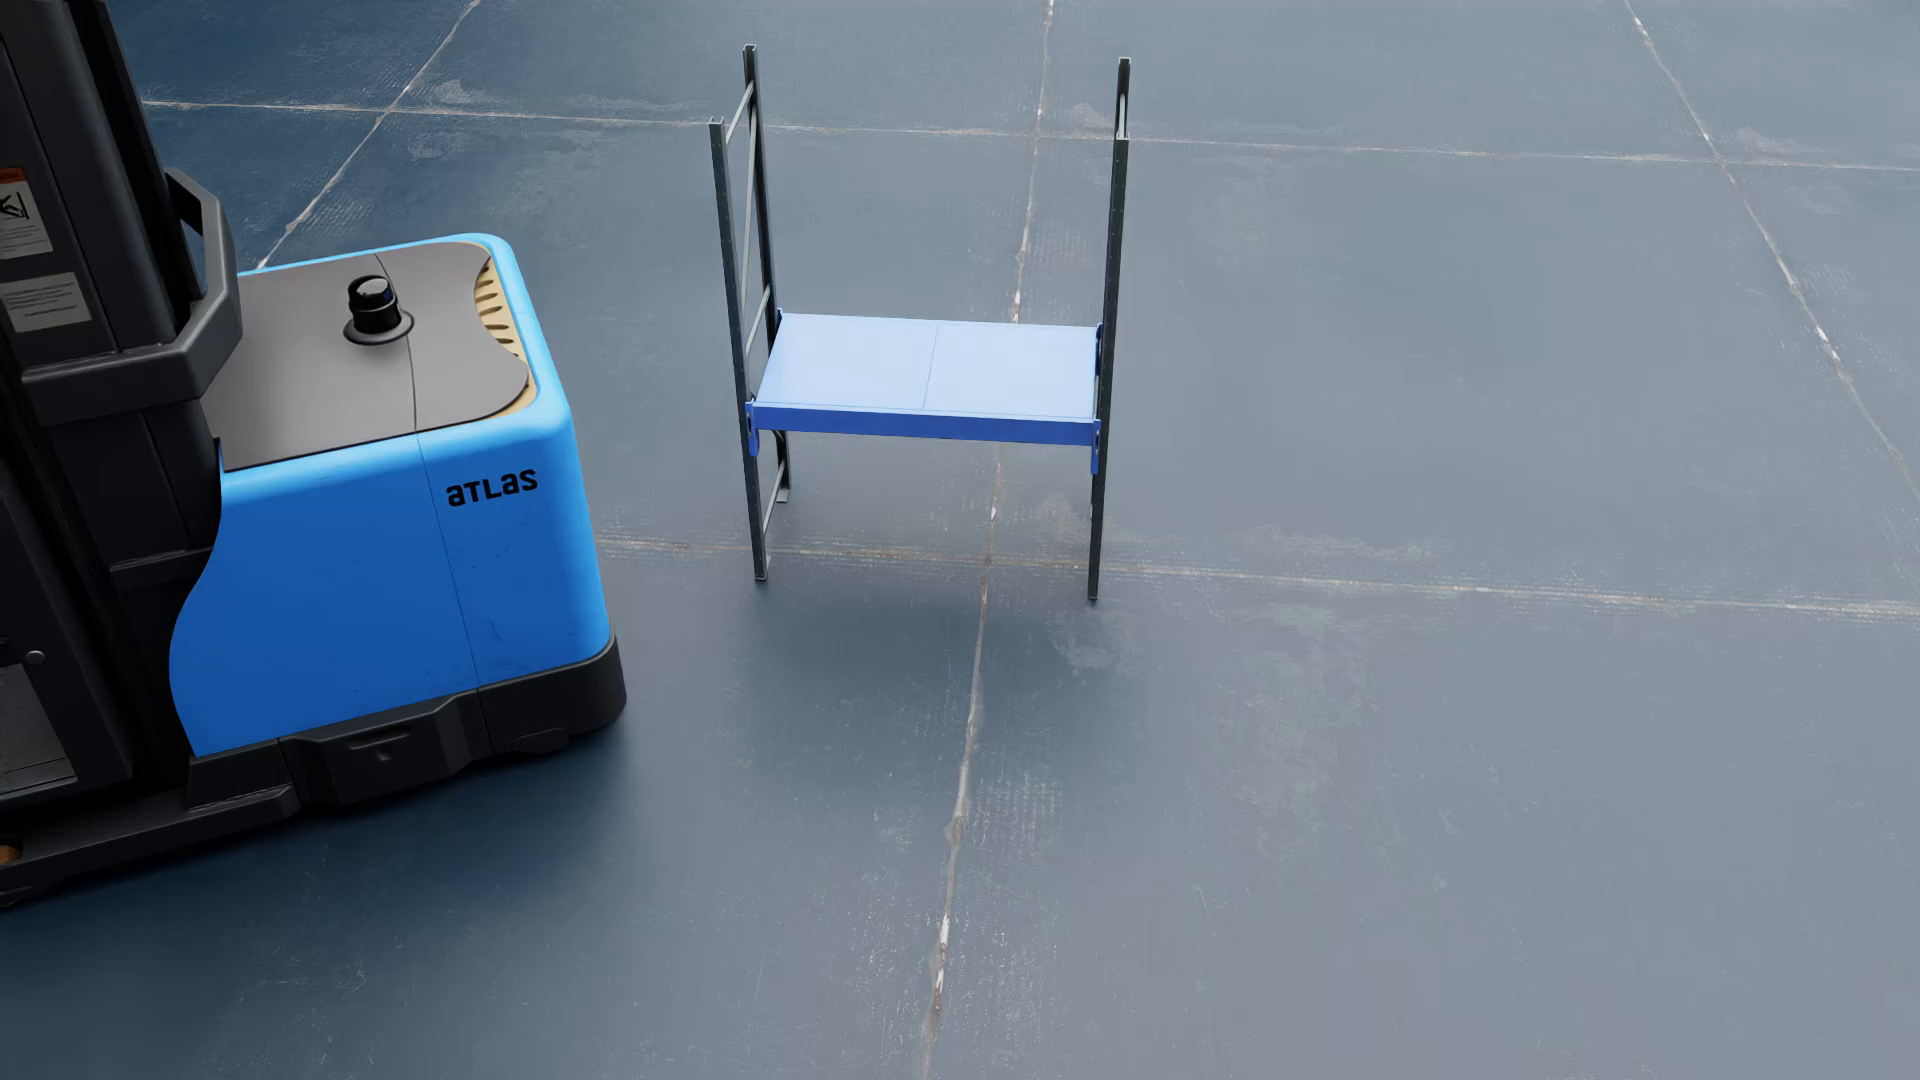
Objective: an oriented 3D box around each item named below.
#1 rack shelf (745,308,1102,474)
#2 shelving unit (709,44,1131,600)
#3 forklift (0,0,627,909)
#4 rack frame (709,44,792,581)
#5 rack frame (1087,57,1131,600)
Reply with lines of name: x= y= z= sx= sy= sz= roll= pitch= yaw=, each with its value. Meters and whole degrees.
rack shelf: x=-0.085 y=-0.447 z=4.896 sx=1.000 sy=0.185 sz=0.538 roll=3 pitch=39 yaw=4
shelving unit: x=-0.085 y=-0.586 z=4.782 sx=1.048 sy=1.500 sz=0.538 roll=3 pitch=39 yaw=4
forklift: x=-2.491 y=-0.555 z=3.610 sx=3.031 sy=2.935 sz=1.130 roll=-14 pitch=41 yaw=-16
rack frame: x=-0.591 y=-0.614 z=4.816 sx=0.032 sy=1.500 sz=0.500 roll=3 pitch=39 yaw=4
rack frame: x=0.421 y=-0.559 z=4.748 sx=0.032 sy=1.500 sz=0.500 roll=3 pitch=39 yaw=4
